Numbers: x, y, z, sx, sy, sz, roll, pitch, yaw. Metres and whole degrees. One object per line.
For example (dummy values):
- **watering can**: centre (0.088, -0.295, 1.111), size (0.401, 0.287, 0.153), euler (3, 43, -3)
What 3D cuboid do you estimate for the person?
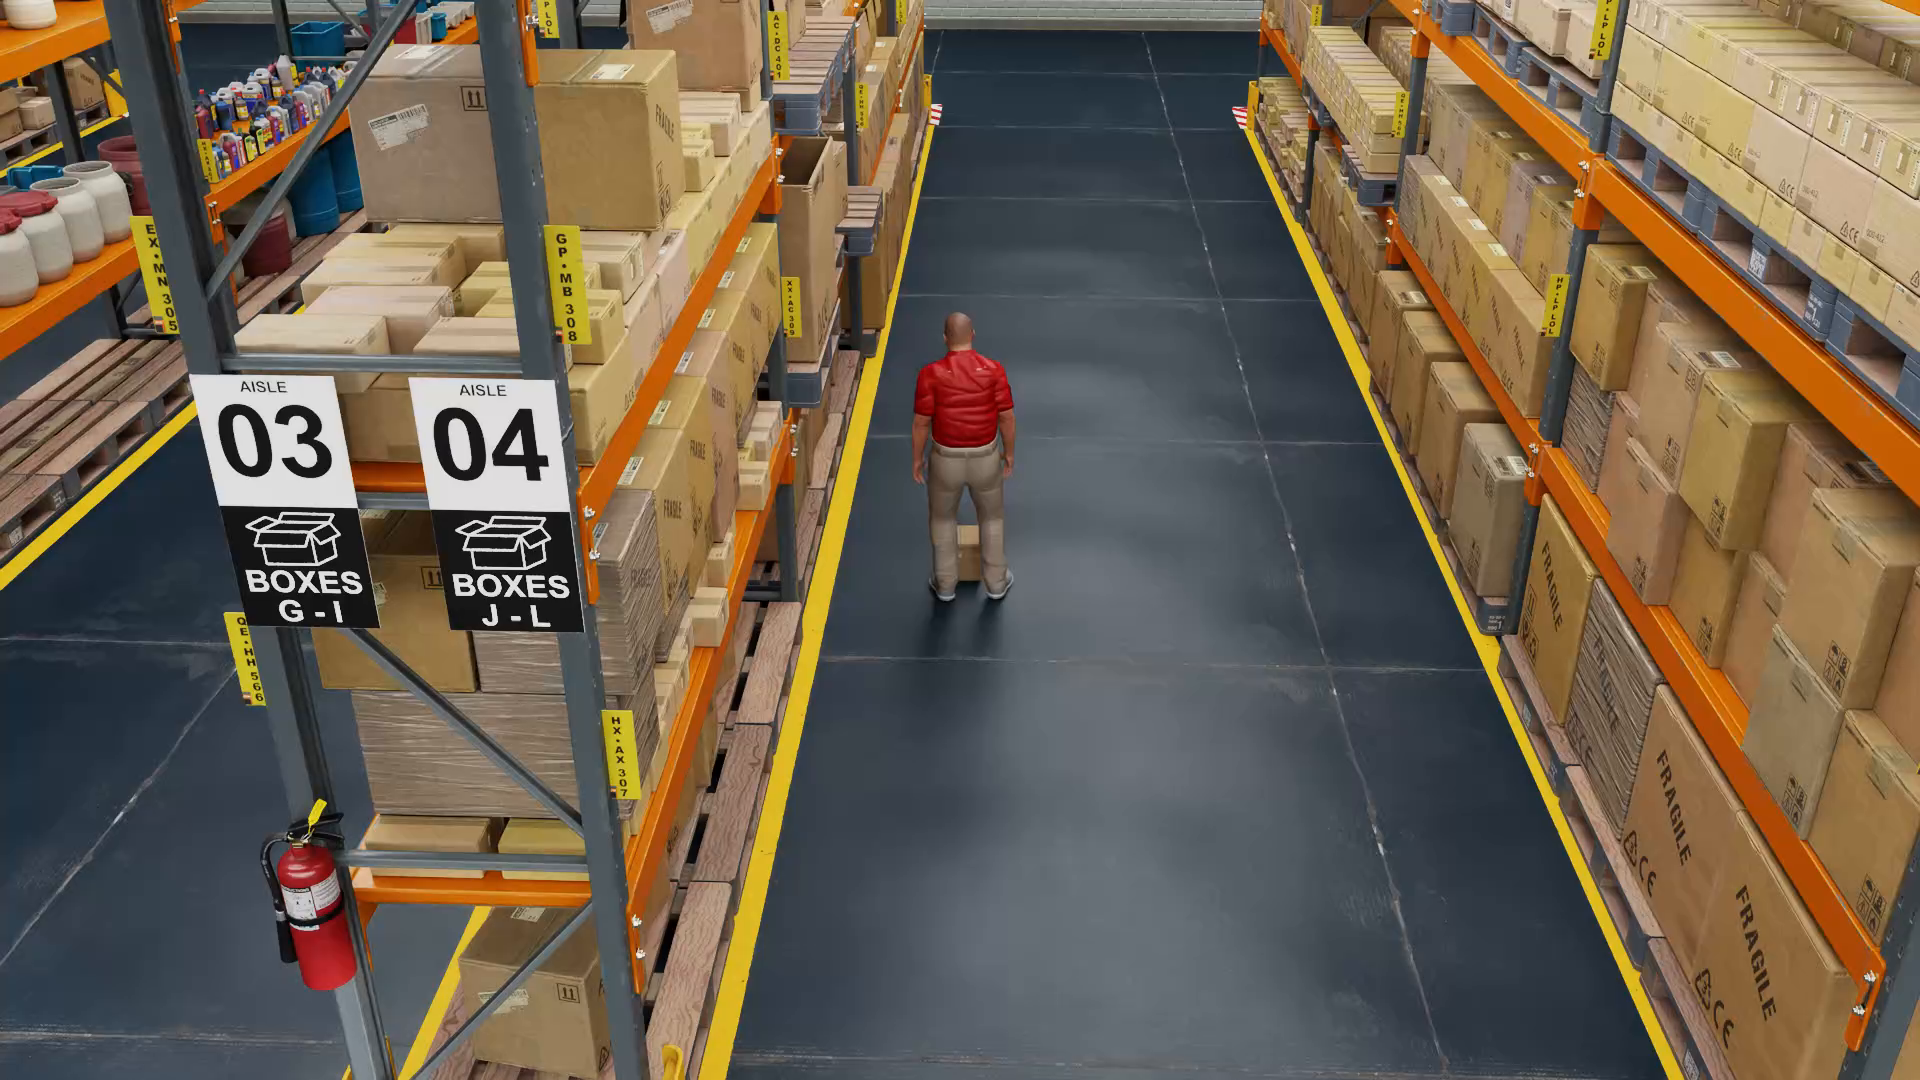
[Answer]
- **person**: centre (0.027, -0.459, 9.507), size (0.608, 1.726, 0.394), euler (-2, 28, -4)
